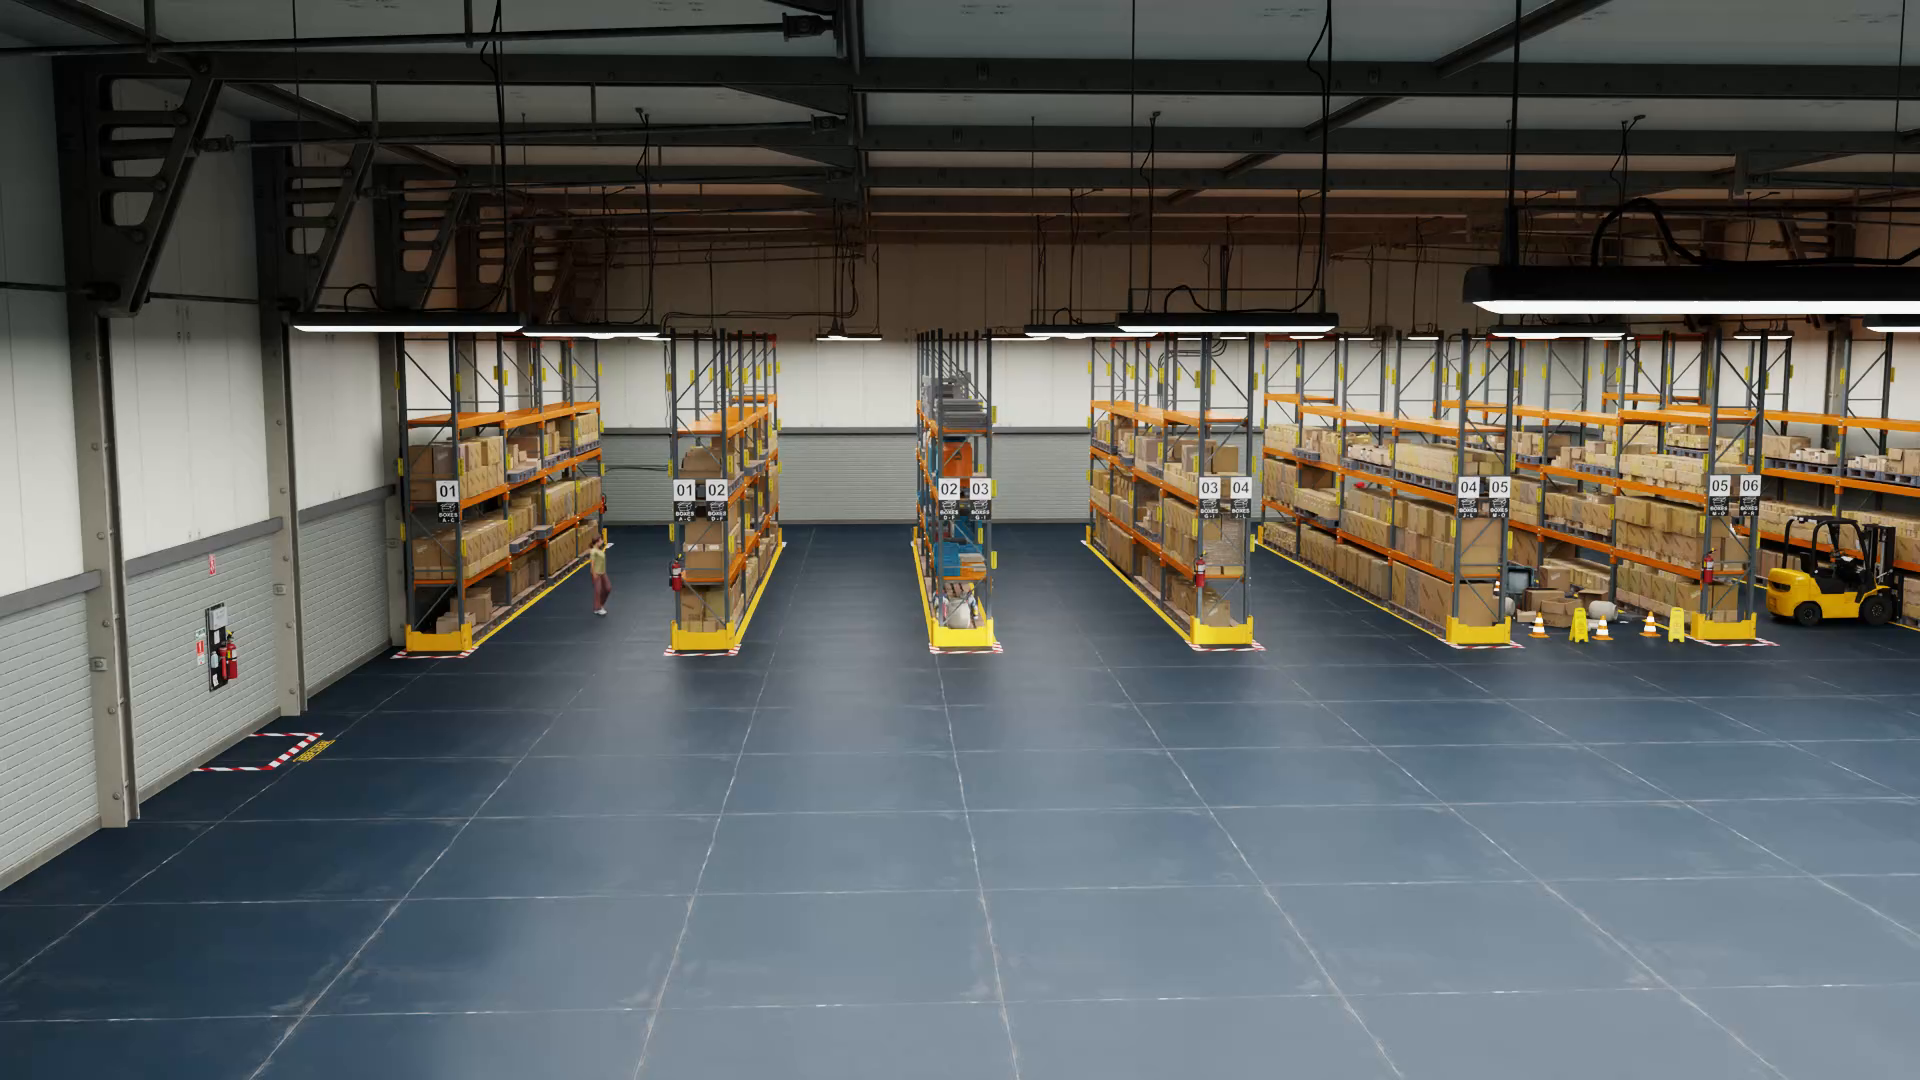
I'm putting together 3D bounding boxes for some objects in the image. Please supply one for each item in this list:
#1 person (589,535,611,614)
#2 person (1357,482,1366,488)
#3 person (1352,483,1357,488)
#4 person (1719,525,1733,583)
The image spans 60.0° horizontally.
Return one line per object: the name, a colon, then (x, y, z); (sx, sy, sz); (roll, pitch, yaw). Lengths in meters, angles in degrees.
person: (-7.709, 0.729, 35.429); (0.452, 1.672, 0.516); (3, 7, 22)
person: (11.373, -0.737, 47.344); (0.355, 1.831, 0.676); (0, 7, 1)
person: (11.742, -0.891, 49.328); (0.925, 1.601, 0.513); (-1, 7, -8)
person: (17.995, 0.245, 39.176); (0.441, 1.761, 0.593); (4, 8, 33)
